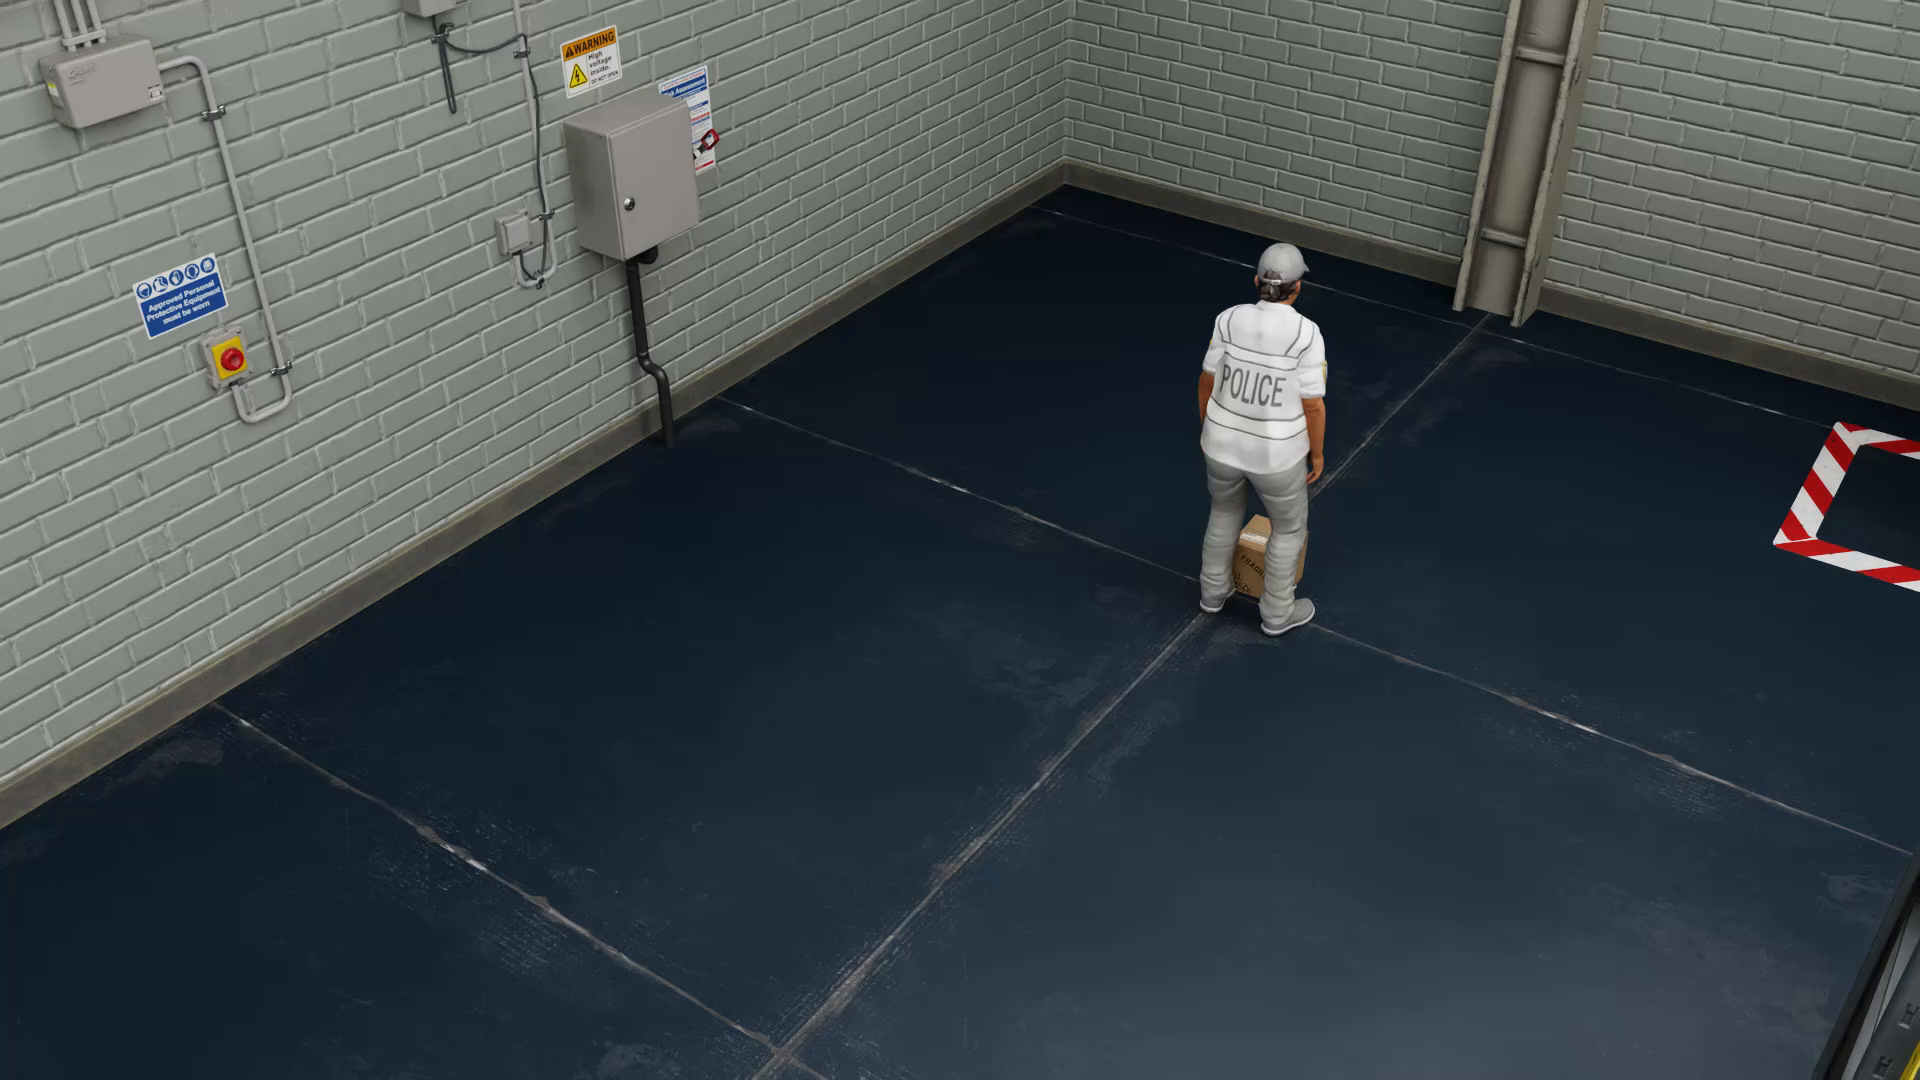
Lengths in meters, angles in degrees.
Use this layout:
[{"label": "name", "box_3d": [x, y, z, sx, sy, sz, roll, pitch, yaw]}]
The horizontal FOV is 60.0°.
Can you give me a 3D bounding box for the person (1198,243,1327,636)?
[{"label": "person", "box_3d": [1.226, -0.389, 6.699, 0.561, 1.665, 0.470, 19, 39, 25]}]
